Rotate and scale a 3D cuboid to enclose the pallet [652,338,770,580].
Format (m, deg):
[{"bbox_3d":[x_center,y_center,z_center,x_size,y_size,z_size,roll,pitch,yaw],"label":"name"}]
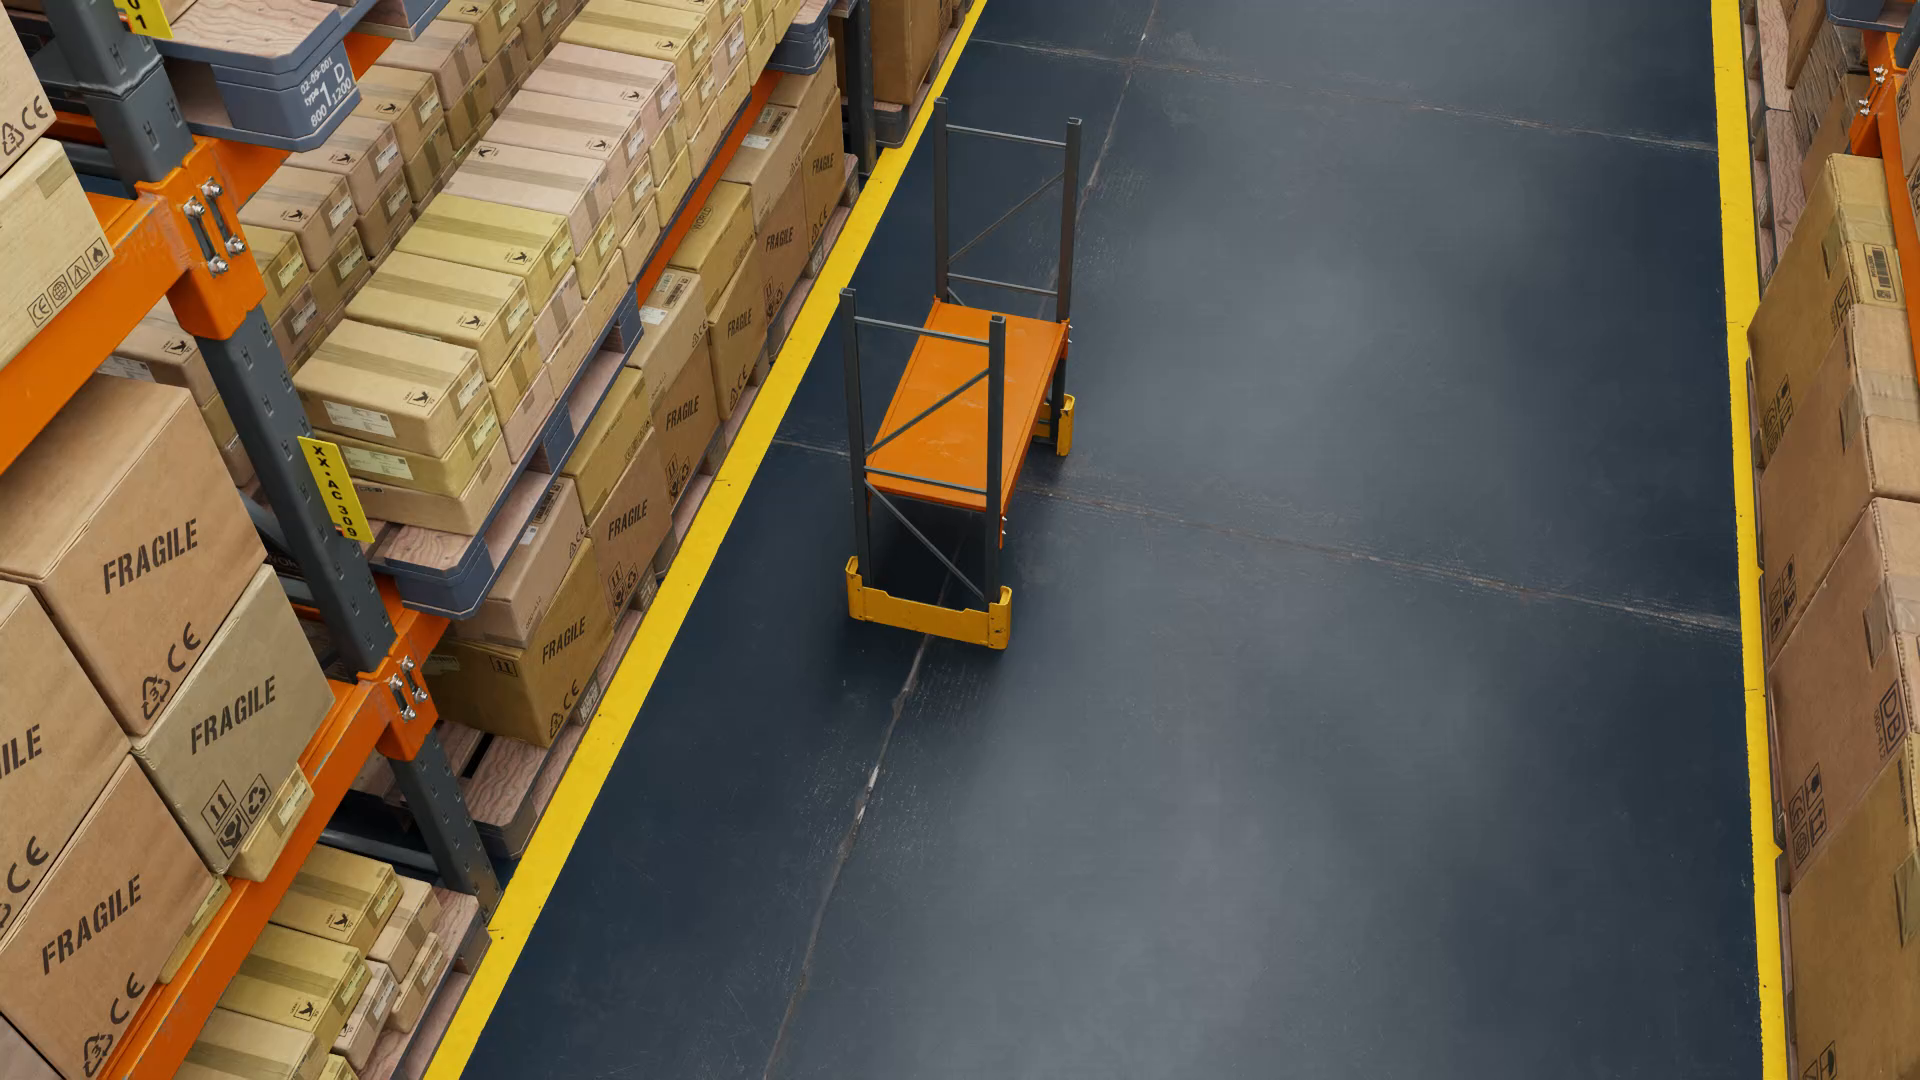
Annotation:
[{"bbox_3d":[-1.417,-0.452,6.508,1.003,0.211,1.213,12,50,10],"label":"pallet"}]

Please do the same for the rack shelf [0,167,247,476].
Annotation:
[{"bbox_3d":[-2.466,0.766,2.052,1.077,0.370,4.000,12,50,10],"label":"rack shelf"}]

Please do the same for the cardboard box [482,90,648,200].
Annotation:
[{"bbox_3d":[-1.120,-1.126,4.734,0.380,0.149,0.250,11,50,10],"label":"cardboard box"}]

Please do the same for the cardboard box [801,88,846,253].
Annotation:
[{"bbox_3d":[-0.808,-1.603,7.051,0.500,0.500,0.500,11,50,10],"label":"cardboard box"}]

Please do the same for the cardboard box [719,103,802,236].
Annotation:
[{"bbox_3d":[-0.937,-1.465,6.429,0.500,0.250,0.500,12,50,11],"label":"cardboard box"}]

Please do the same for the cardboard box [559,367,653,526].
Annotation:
[{"bbox_3d":[-1.353,-0.354,5.449,0.500,0.250,0.500,13,50,11],"label":"cardboard box"}]

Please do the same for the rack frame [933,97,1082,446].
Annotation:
[{"bbox_3d":[0.156,-0.926,6.067,0.500,1.500,0.032,12,50,10],"label":"rack frame"}]

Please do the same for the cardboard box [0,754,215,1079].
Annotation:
[{"bbox_3d":[-1.933,0.724,3.346,0.500,0.500,0.500,10,49,9],"label":"cardboard box"}]

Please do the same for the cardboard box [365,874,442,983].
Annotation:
[{"bbox_3d":[-1.716,1.071,4.727,0.380,0.149,0.250,12,50,11],"label":"cardboard box"}]

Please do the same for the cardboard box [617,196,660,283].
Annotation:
[{"bbox_3d":[-1.122,-0.923,4.951,0.380,0.149,0.250,10,49,8],"label":"cardboard box"}]

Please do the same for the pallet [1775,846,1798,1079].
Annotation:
[{"bbox_3d":[2.949,1.476,4.807,1.003,0.211,1.213,12,50,10],"label":"pallet"}]

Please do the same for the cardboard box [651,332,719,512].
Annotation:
[{"bbox_3d":[-1.227,-0.484,6.064,0.500,0.500,0.500,12,50,11],"label":"cardboard box"}]

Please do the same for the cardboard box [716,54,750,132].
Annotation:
[{"bbox_3d":[-0.916,-1.501,5.461,0.380,0.149,0.250,13,50,11],"label":"cardboard box"}]

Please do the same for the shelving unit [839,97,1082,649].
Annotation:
[{"bbox_3d":[0.020,-0.551,5.736,0.587,1.500,1.083,12,50,10],"label":"shelving unit"}]

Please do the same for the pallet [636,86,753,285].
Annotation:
[{"bbox_3d":[-1.369,-1.316,5.538,1.003,0.211,1.213,12,50,10],"label":"pallet"}]

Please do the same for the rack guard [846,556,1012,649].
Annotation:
[{"bbox_3d":[-0.111,0.222,5.887,0.587,0.250,0.087,12,50,10],"label":"rack guard"}]

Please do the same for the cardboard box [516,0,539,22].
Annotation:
[{"bbox_3d":[-1.540,-1.825,5.350,0.380,0.149,0.250,13,50,11],"label":"cardboard box"}]

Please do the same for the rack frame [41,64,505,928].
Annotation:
[{"bbox_3d":[-1.940,0.074,4.184,1.000,3.000,0.127,12,50,10],"label":"rack frame"}]

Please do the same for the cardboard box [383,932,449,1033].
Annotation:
[{"bbox_3d":[-1.715,1.230,4.786,0.380,0.149,0.250,12,50,11],"label":"cardboard box"}]

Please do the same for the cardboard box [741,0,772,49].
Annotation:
[{"bbox_3d":[-0.847,-1.781,5.511,0.380,0.149,0.250,11,50,10],"label":"cardboard box"}]

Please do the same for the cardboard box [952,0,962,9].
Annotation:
[{"bbox_3d":[-0.413,-3.269,8.355,1.050,0.750,0.750,12,50,11],"label":"cardboard box"}]

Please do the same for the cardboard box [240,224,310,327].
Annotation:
[{"bbox_3d":[-1.953,-0.702,4.360,0.380,0.149,0.250,10,49,9],"label":"cardboard box"}]

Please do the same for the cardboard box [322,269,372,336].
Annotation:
[{"bbox_3d":[-1.891,-0.676,4.733,0.380,0.149,0.250,11,50,10],"label":"cardboard box"}]

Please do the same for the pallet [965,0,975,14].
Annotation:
[{"bbox_3d":[-0.284,-3.331,9.049,1.003,0.211,1.213,12,50,10],"label":"pallet"}]

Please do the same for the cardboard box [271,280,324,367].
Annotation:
[{"bbox_3d":[-1.958,-0.598,4.466,0.380,0.149,0.250,12,50,10],"label":"cardboard box"}]

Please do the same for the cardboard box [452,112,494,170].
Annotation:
[{"bbox_3d":[-1.687,-1.251,5.241,0.380,0.149,0.250,14,50,12],"label":"cardboard box"}]

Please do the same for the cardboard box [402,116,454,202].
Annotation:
[{"bbox_3d":[-1.752,-1.163,4.965,0.380,0.149,0.250,9,49,8],"label":"cardboard box"}]

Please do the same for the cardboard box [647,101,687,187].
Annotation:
[{"bbox_3d":[-1.052,-1.224,5.019,0.380,0.149,0.250,11,49,9],"label":"cardboard box"}]

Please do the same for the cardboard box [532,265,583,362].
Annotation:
[{"bbox_3d":[-1.259,-0.649,4.511,0.380,0.149,0.250,13,50,11],"label":"cardboard box"}]

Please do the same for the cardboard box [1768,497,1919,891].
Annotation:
[{"bbox_3d":[3.202,0.577,4.877,1.225,0.875,0.875,10,49,9],"label":"cardboard box"}]

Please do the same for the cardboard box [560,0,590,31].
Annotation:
[{"bbox_3d":[-1.478,-1.813,5.737,0.380,0.149,0.250,13,50,11],"label":"cardboard box"}]

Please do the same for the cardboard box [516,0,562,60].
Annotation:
[{"bbox_3d":[-1.546,-1.732,5.467,0.380,0.149,0.250,11,50,10],"label":"cardboard box"}]

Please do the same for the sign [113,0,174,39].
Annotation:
[{"bbox_3d":[-1.414,-0.988,2.776,0.100,0.325,0.005,12,50,10],"label":"sign"}]

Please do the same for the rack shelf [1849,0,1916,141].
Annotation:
[{"bbox_3d":[4.398,-2.976,7.356,1.077,0.370,4.000,12,50,10],"label":"rack shelf"}]

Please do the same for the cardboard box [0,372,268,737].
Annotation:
[{"bbox_3d":[-1.803,0.005,3.313,0.500,0.500,0.500,10,49,9],"label":"cardboard box"}]

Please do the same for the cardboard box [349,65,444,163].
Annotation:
[{"bbox_3d":[-1.746,-1.255,4.848,0.380,0.149,0.250,10,49,9],"label":"cardboard box"}]

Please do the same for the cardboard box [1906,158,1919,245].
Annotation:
[{"bbox_3d":[3.347,-1.129,5.179,0.500,0.500,0.500,10,49,9],"label":"cardboard box"}]

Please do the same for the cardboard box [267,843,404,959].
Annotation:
[{"bbox_3d":[-1.783,0.990,4.600,0.380,0.149,0.250,13,50,11],"label":"cardboard box"}]

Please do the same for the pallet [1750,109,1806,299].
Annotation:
[{"bbox_3d":[4.078,-1.409,7.353,1.003,0.211,1.213,12,50,10],"label":"pallet"}]

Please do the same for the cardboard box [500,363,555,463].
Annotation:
[{"bbox_3d":[-1.325,-0.377,4.470,0.380,0.149,0.250,12,50,11],"label":"cardboard box"}]

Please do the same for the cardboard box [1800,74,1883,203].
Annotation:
[{"bbox_3d":[4.028,-1.574,7.012,0.700,0.500,0.500,9,49,8],"label":"cardboard box"}]

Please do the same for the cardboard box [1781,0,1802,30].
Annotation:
[{"bbox_3d":[4.451,-2.793,8.088,0.700,0.500,0.500,8,49,7],"label":"cardboard box"}]

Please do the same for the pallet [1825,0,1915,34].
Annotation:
[{"bbox_3d":[3.956,-2.240,6.354,1.213,0.211,1.003,12,50,10],"label":"pallet"}]

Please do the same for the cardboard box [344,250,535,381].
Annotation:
[{"bbox_3d":[-1.325,-0.576,4.248,0.380,0.149,0.250,13,50,11],"label":"cardboard box"}]

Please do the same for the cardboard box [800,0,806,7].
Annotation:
[{"bbox_3d":[-0.708,-2.062,5.957,0.380,0.149,0.250,12,50,11],"label":"cardboard box"}]

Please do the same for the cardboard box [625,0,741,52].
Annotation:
[{"bbox_3d":[-0.916,-1.692,5.233,0.380,0.149,0.250,14,50,12],"label":"cardboard box"}]
